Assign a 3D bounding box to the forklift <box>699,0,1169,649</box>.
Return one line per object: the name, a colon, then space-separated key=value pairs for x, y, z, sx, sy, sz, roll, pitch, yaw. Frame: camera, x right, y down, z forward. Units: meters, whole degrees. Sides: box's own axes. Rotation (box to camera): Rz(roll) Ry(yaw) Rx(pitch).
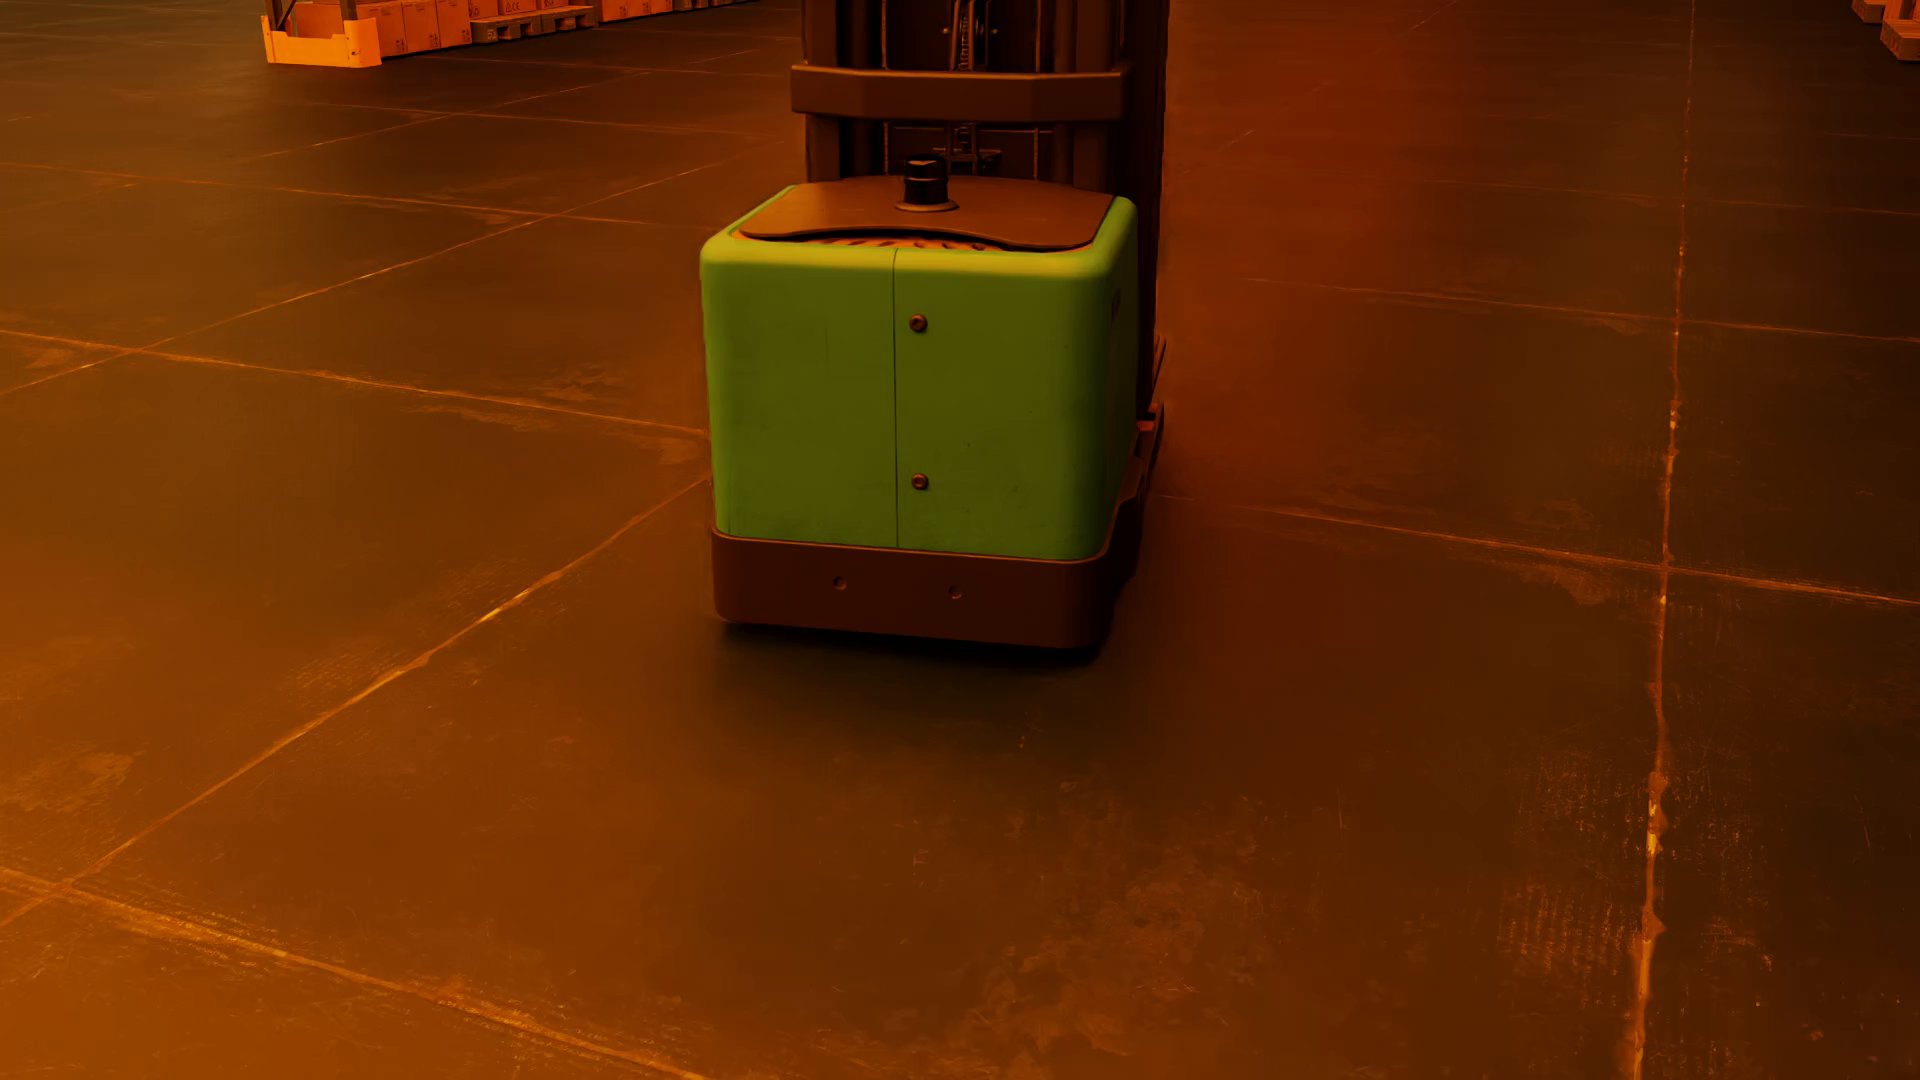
forklift: x=0.115 y=-1.612 z=5.149 sx=1.130 sy=2.935 sz=3.031 roll=4 pitch=23 yaw=10
